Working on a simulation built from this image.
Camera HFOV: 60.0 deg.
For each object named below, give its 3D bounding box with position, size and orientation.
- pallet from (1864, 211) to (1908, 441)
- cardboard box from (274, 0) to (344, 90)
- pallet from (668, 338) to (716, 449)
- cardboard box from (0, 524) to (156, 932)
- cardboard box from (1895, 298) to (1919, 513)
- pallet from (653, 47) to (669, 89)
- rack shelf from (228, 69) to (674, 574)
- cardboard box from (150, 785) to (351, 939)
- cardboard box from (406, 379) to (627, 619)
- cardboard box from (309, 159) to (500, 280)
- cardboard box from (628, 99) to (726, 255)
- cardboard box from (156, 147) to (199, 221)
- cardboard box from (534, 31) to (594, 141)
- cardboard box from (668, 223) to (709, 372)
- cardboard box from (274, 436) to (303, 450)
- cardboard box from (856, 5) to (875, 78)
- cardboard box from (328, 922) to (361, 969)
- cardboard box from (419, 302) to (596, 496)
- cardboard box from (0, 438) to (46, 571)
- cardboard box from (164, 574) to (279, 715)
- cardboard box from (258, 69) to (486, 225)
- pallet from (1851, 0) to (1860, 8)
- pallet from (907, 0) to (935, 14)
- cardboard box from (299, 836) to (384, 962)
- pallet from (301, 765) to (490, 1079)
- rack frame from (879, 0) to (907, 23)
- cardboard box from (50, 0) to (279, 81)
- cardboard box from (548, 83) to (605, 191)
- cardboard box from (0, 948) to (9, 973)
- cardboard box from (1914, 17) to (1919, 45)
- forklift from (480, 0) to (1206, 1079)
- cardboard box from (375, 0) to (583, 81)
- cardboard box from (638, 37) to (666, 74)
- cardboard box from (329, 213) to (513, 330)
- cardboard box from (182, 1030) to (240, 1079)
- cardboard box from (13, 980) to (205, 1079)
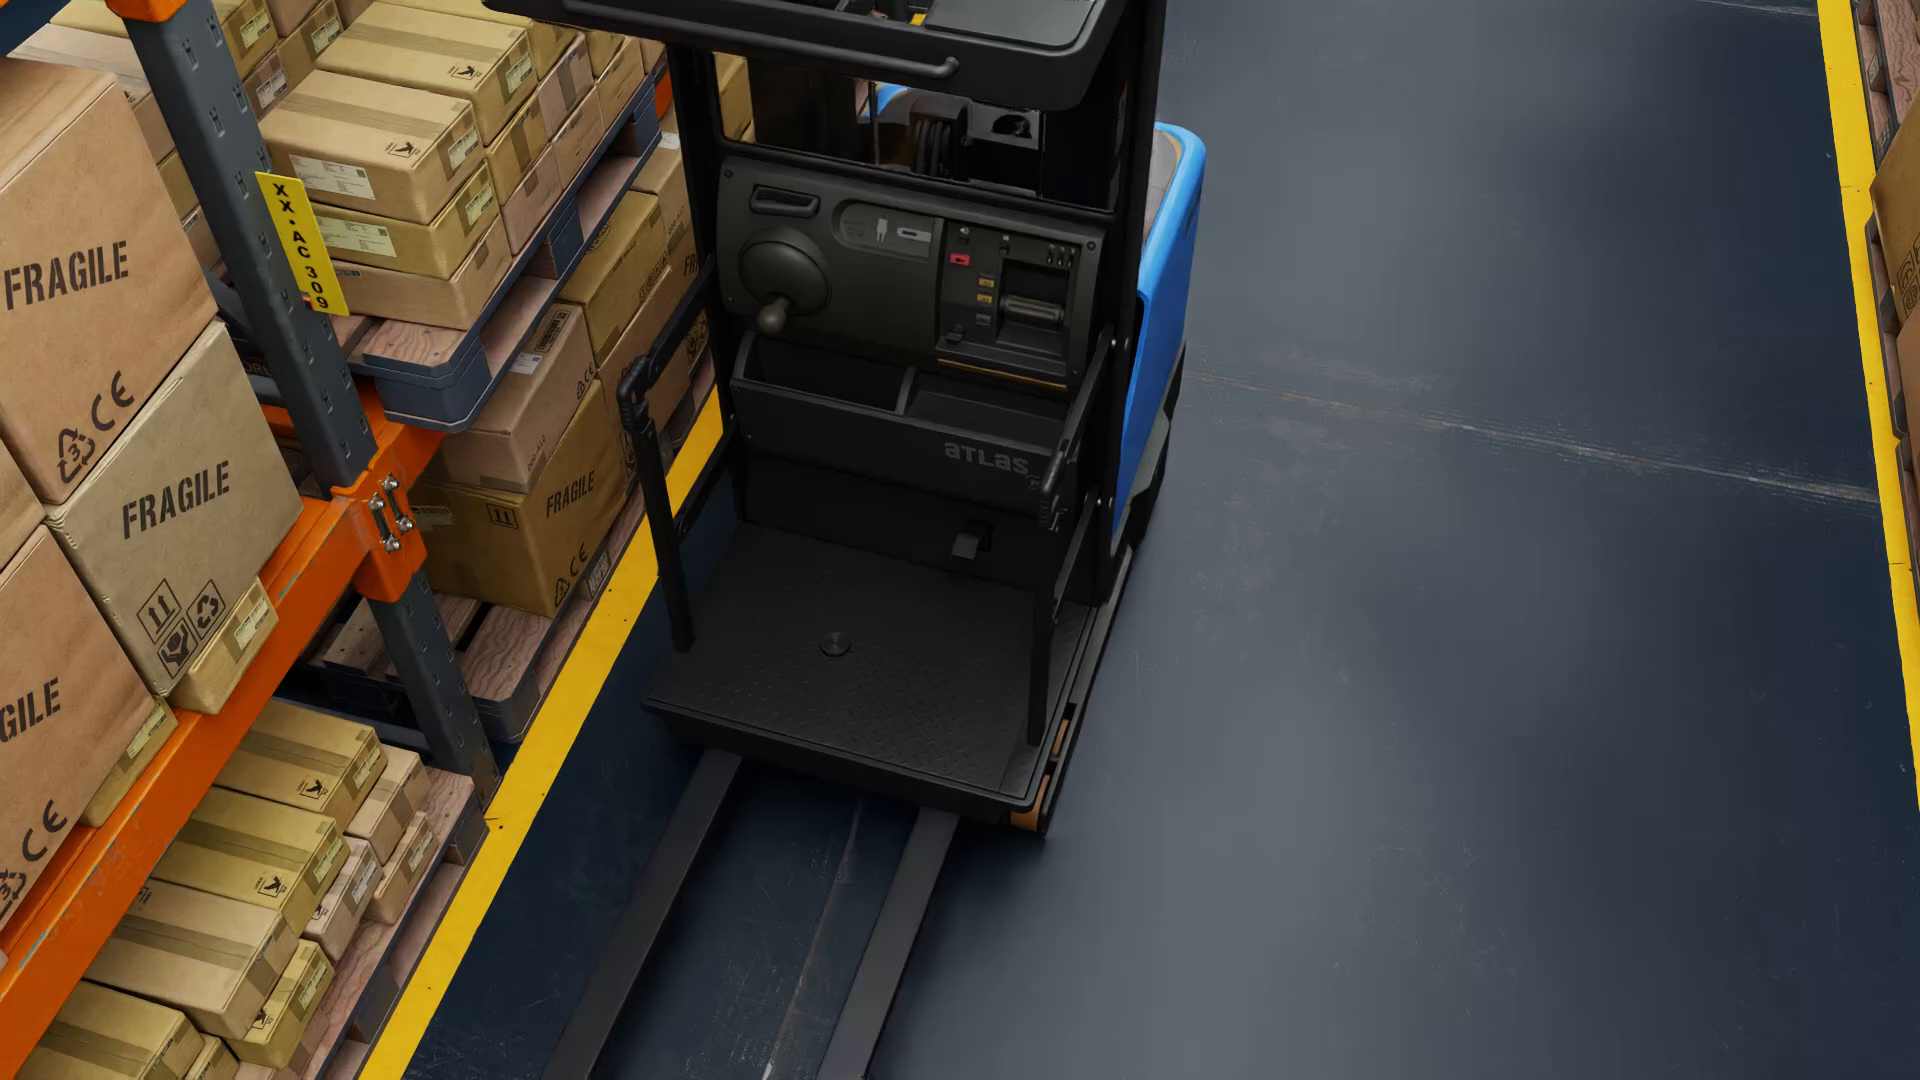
[{"bbox_3d":[3.754,-0.737,5.760,1.003,0.211,1.213,12,50,10],"label":"pallet"},{"bbox_3d":[-1.726,-1.225,4.019,0.380,0.149,0.250,14,50,12],"label":"cardboard box"},{"bbox_3d":[-1.254,-0.900,5.903,1.003,0.211,1.213,12,50,10],"label":"pallet"},{"bbox_3d":[-1.770,0.276,2.741,0.500,0.500,0.500,10,49,9],"label":"cardboard box"},{"bbox_3d":[3.591,-0.513,4.839,1.225,0.875,0.875,12,50,10],"label":"cardboard box"},{"bbox_3d":[-1.206,-1.764,4.934,1.003,0.211,1.213,12,50,10],"label":"pallet"},{"bbox_3d":[-1.251,-1.582,5.126,1.077,0.370,4.000,12,50,10],"label":"rack shelf"},{"bbox_3d":[-1.648,0.735,3.825,0.380,0.149,0.250,12,50,11],"label":"cardboard box"},{"bbox_3d":[-1.327,-0.168,4.785,0.500,0.500,0.500,13,50,11],"label":"cardboard box"},{"bbox_3d":[-1.230,-0.722,3.576,0.380,0.149,0.250,12,50,11],"label":"cardboard box"},{"bbox_3d":[-1.051,-1.170,5.169,0.500,0.250,0.500,13,50,11],"label":"cardboard box"},{"bbox_3d":[-1.863,-0.855,3.693,0.380,0.149,0.250,13,50,11],"label":"cardboard box"},{"bbox_3d":[-1.096,-1.097,3.906,0.380,0.149,0.250,13,50,11],"label":"cardboard box"},{"bbox_3d":[-1.064,-0.932,5.459,0.500,0.500,0.500,12,50,11],"label":"cardboard box"},{"bbox_3d":[-1.825,-0.522,4.597,0.500,0.250,0.500,10,49,9],"label":"cardboard box"},{"bbox_3d":[-0.645,-2.051,6.447,0.500,0.500,0.500,11,50,10],"label":"cardboard box"},{"bbox_3d":[-1.701,0.953,4.030,0.380,0.149,0.250,13,50,11],"label":"cardboard box"},{"bbox_3d":[-1.328,-0.416,4.504,0.500,0.250,0.500,10,49,8],"label":"cardboard box"},{"bbox_3d":[-1.771,-0.068,2.377,0.500,0.500,0.500,10,49,9],"label":"cardboard box"},{"bbox_3d":[-1.589,0.170,3.267,0.380,0.149,0.250,10,49,9],"label":"cardboard box"},{"bbox_3d":[-1.230,-0.821,3.464,0.380,0.149,0.250,14,50,12],"label":"cardboard box"},{"bbox_3d":[4.564,-2.737,7.525,1.003,0.211,1.213,12,50,10],"label":"pallet"},{"bbox_3d":[-0.444,-2.900,7.668,1.003,0.211,1.213,12,50,10],"label":"pallet"},{"bbox_3d":[-1.612,0.821,3.948,0.380,0.149,0.250,9,49,8],"label":"cardboard box"},{"bbox_3d":[-1.920,1.042,4.190,1.003,0.211,1.213,12,50,10],"label":"pallet"},{"bbox_3d":[-0.724,-3.267,6.133,1.000,3.000,0.127,12,50,10],"label":"rack frame"},{"bbox_3d":[-1.790,-1.150,3.755,0.380,0.149,0.250,10,49,9],"label":"cardboard box"},{"bbox_3d":[-1.093,-1.006,4.024,0.380,0.149,0.250,12,50,10],"label":"cardboard box"},{"bbox_3d":[-1.851,0.735,2.768,0.380,0.149,0.250,10,49,8],"label":"cardboard box"},{"bbox_3d":[4.191,-2.022,6.408,0.700,0.500,0.500,9,49,8],"label":"cardboard box"},{"bbox_3d":[-0.194,-0.523,3.757,1.130,2.935,3.031,13,50,12],"label":"forklift"},{"bbox_3d":[-1.092,-1.208,3.807,0.380,0.149,0.250,12,50,10],"label":"cardboard box"},{"bbox_3d":[-0.959,-1.371,4.347,0.380,0.149,0.250,10,49,8],"label":"cardboard box"},{"bbox_3d":[-1.230,-0.624,3.687,0.380,0.149,0.250,9,49,8],"label":"cardboard box"},{"bbox_3d":[-1.827,1.180,3.631,0.380,0.149,0.250,12,50,10],"label":"cardboard box"},{"bbox_3d":[-1.851,1.089,3.513,0.380,0.149,0.250,13,50,11],"label":"cardboard box"}]
